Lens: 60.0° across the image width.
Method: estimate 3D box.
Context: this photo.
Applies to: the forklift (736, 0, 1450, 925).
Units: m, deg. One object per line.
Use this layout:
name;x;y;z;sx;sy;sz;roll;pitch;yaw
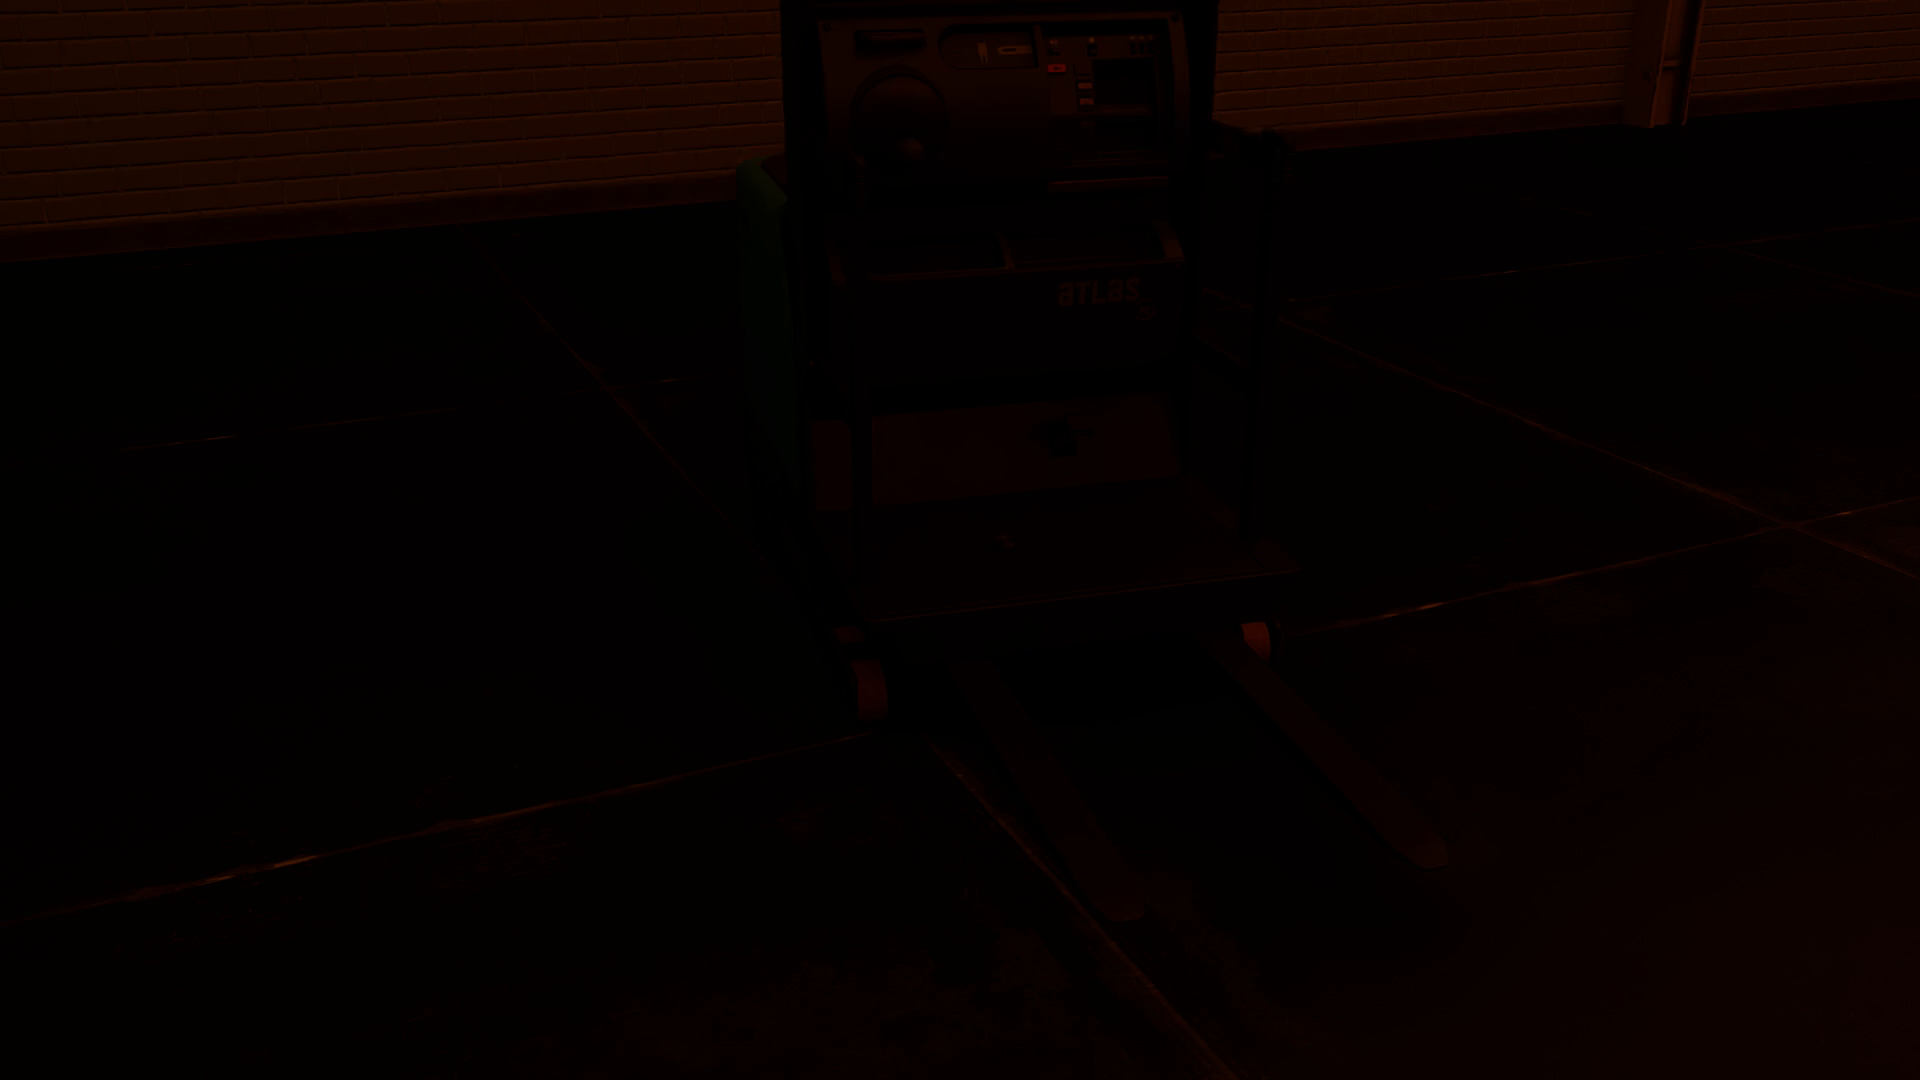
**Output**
forklift;0.178;-1.071;3.864;1.130;2.935;3.031;-6;23;-15
